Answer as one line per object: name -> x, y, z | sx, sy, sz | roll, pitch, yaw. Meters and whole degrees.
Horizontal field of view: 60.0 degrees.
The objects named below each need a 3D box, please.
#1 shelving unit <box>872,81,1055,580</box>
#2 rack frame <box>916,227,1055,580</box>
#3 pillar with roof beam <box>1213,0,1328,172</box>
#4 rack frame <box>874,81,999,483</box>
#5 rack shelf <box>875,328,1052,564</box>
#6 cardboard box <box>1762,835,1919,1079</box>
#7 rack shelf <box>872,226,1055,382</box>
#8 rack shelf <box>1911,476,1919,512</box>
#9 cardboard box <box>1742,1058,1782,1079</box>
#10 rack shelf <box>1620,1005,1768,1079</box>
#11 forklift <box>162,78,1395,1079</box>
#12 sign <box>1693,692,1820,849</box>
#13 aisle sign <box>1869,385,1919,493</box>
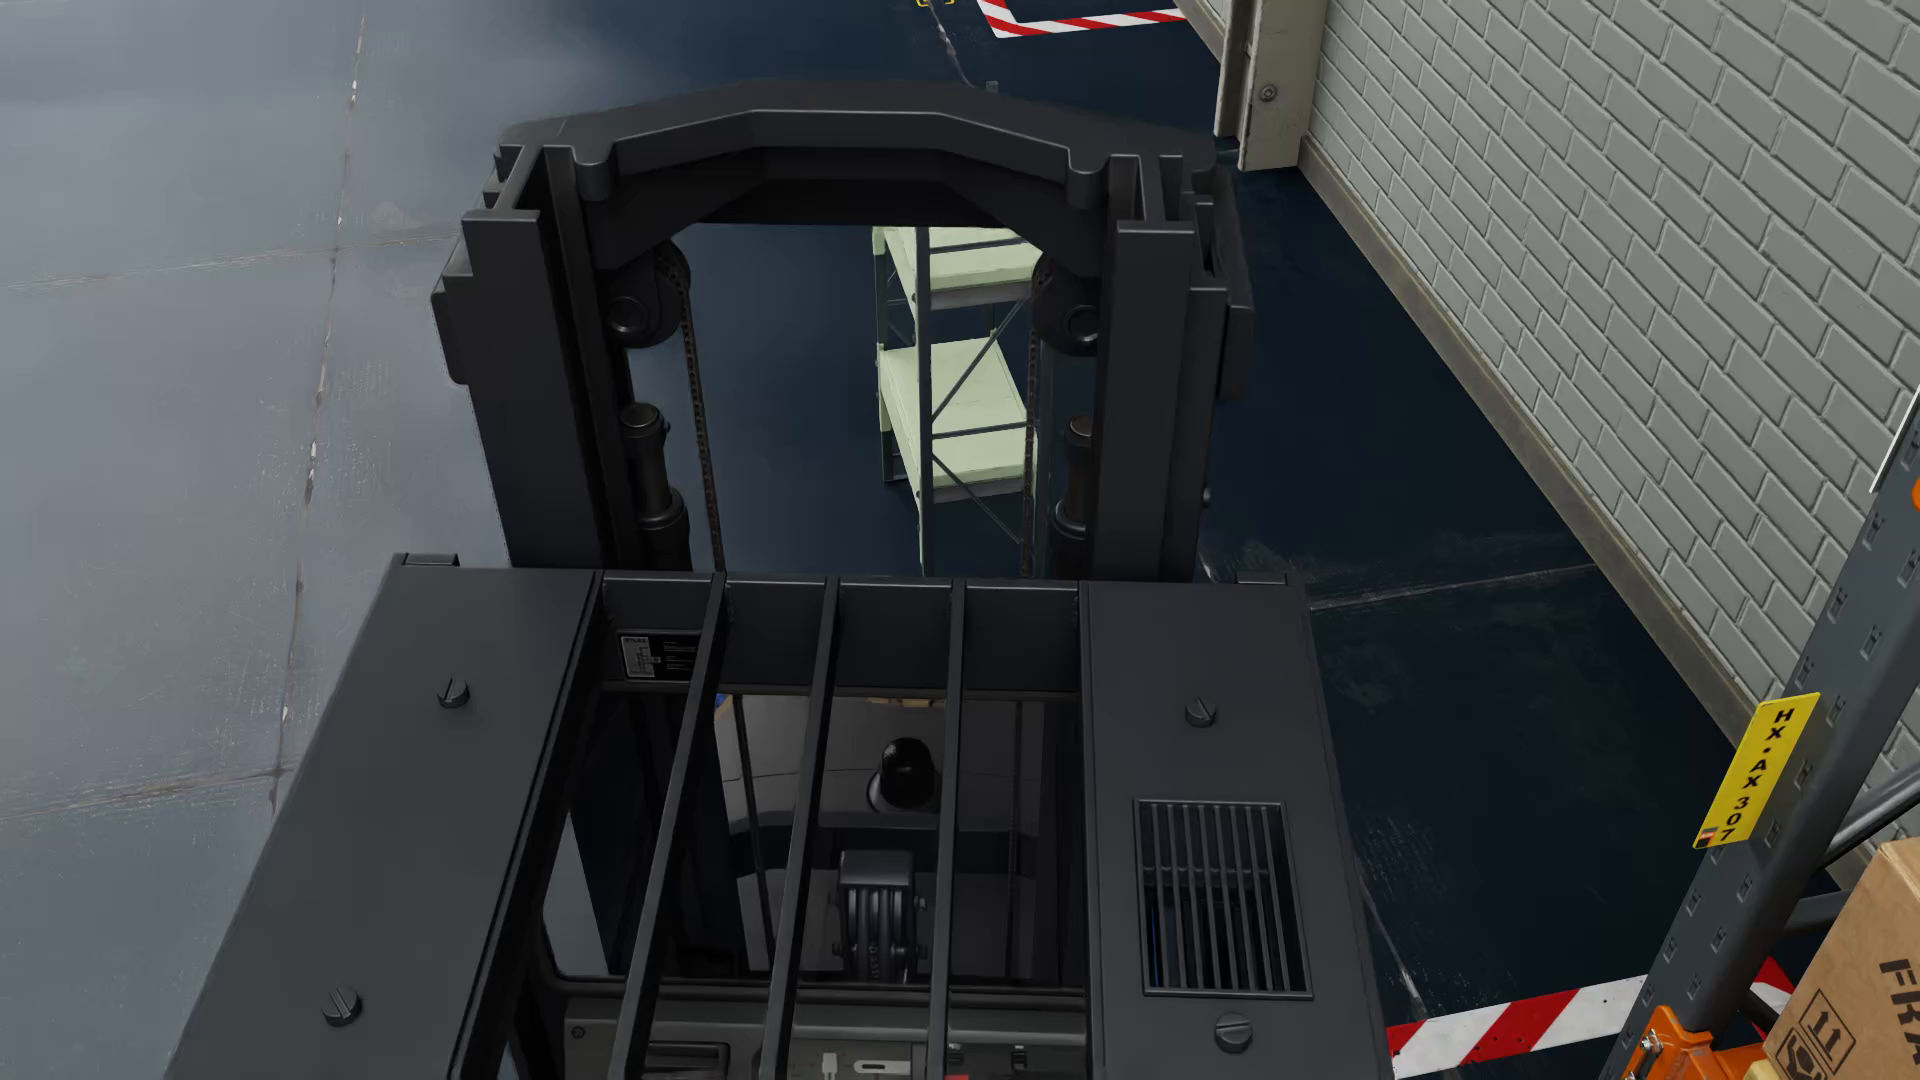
shelving unit -> -0.001, -0.565, 5.257 | 0.431, 1.500, 0.755 | -8, 42, -9
rack frame -> 0.078, -0.328, 4.990 | 0.400, 1.500, 0.023 | -8, 42, -9
pillar with roof beam -> -2.800, -4.596, 4.149 | 9.100, 9.000, 0.400 | -8, 42, -9
rack frame -> -0.080, -0.802, 5.524 | 0.400, 1.500, 0.023 | -8, 42, -9
rack shelf -> -0.001, -0.321, 5.473 | 0.431, 0.370, 0.720 | -8, 42, -9
cardboard box -> 1.512, 0.711, 2.223 | 0.500, 0.500, 0.500 | -8, 42, -9
rack shelf -> -0.001, -0.857, 4.998 | 0.431, 0.370, 0.720 | -8, 42, -9
rack shelf -> 2.134, 1.034, 0.608 | 1.077, 0.370, 4.000 | -8, 42, -9
cardboard box -> 1.498, 1.001, 2.461 | 0.500, 0.250, 0.500 | -9, 42, -11
rack shelf -> 2.134, 2.156, 1.604 | 1.077, 0.370, 4.000 | -8, 42, -9
forklift -> -0.148, 0.996, 2.420 | 1.130, 2.935, 3.031 | 1, 42, 1
sign -> 1.173, 0.344, 2.450 | 0.100, 0.325, 0.005 | -8, 42, -9
aisle sign -> 1.394, -0.386, 1.967 | 0.394, 0.787, 0.004 | -8, 42, -9
